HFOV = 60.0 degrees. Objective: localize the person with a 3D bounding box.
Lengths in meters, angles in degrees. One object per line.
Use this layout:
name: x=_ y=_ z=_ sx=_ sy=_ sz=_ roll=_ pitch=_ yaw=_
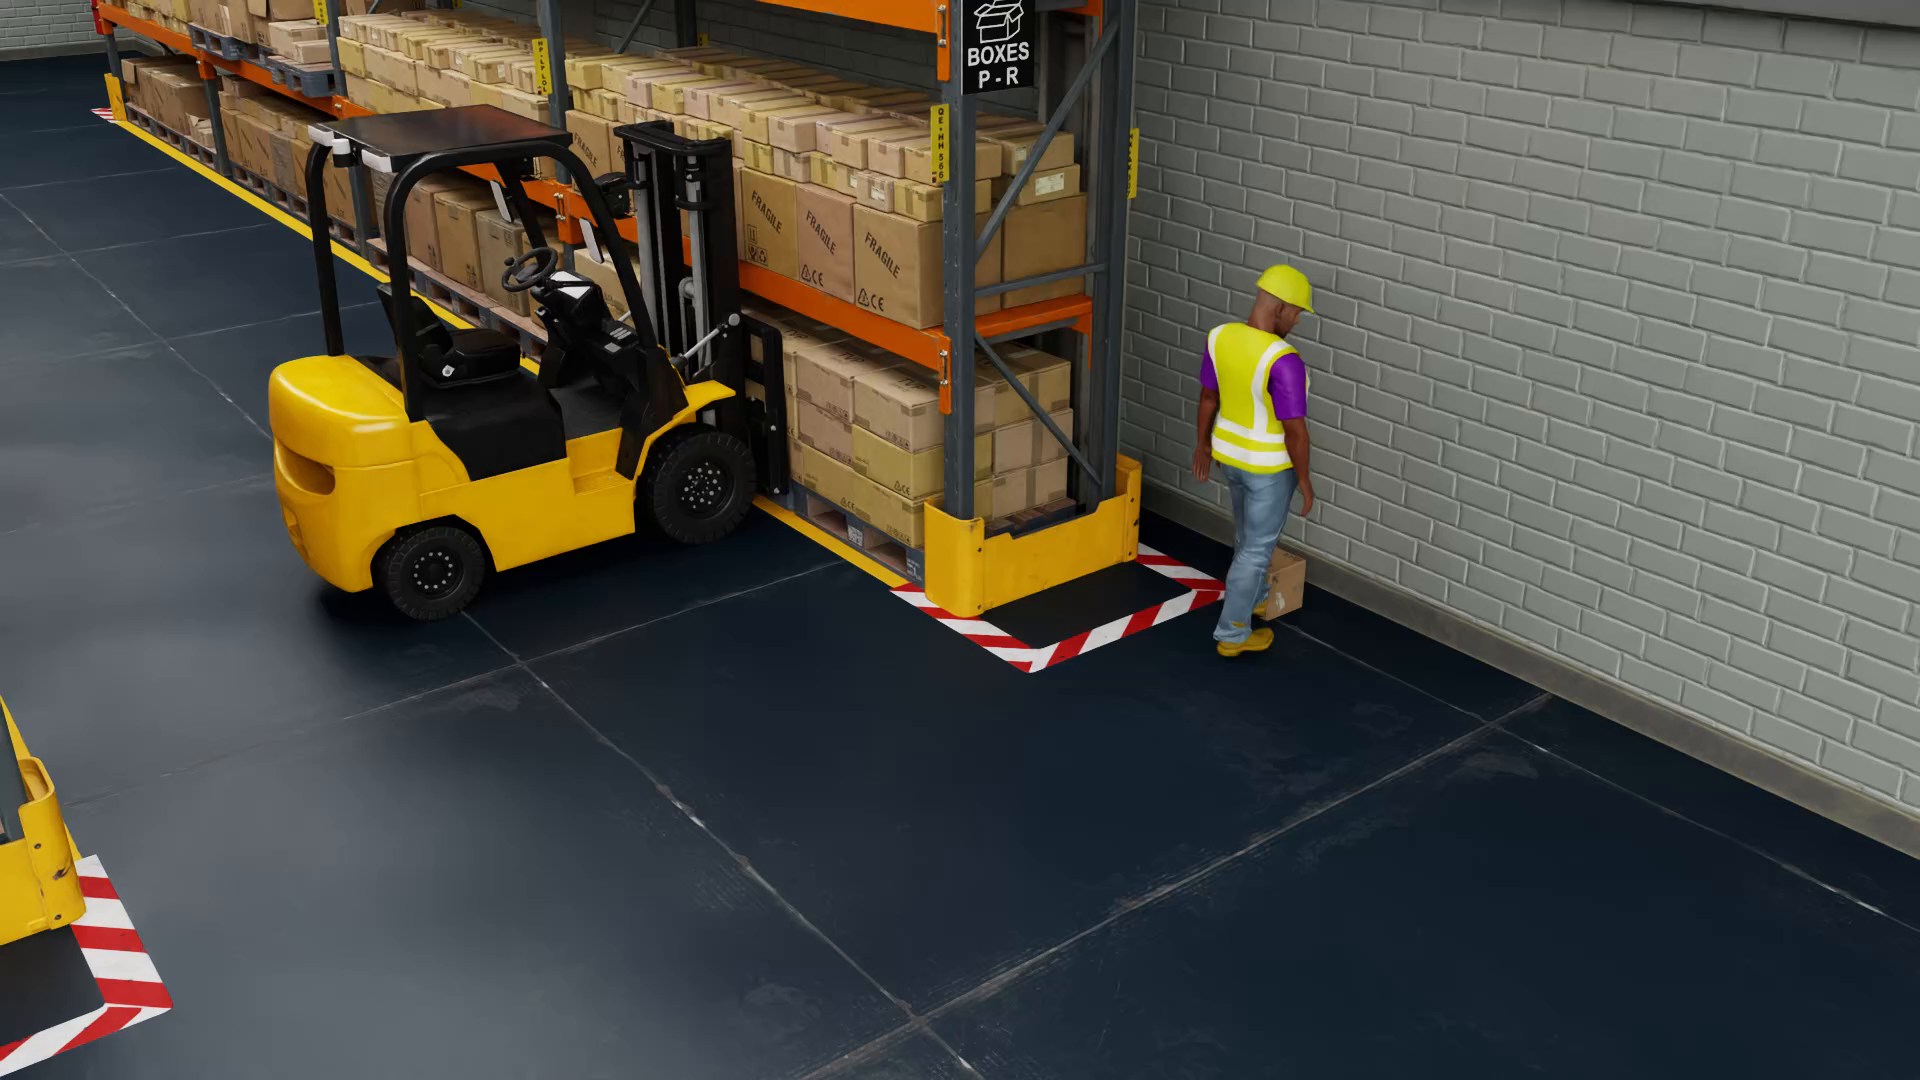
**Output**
person: x=1.401 y=-0.375 z=7.351 sx=0.711 sy=1.740 sz=0.619 roll=-15 pitch=29 yaw=-30
